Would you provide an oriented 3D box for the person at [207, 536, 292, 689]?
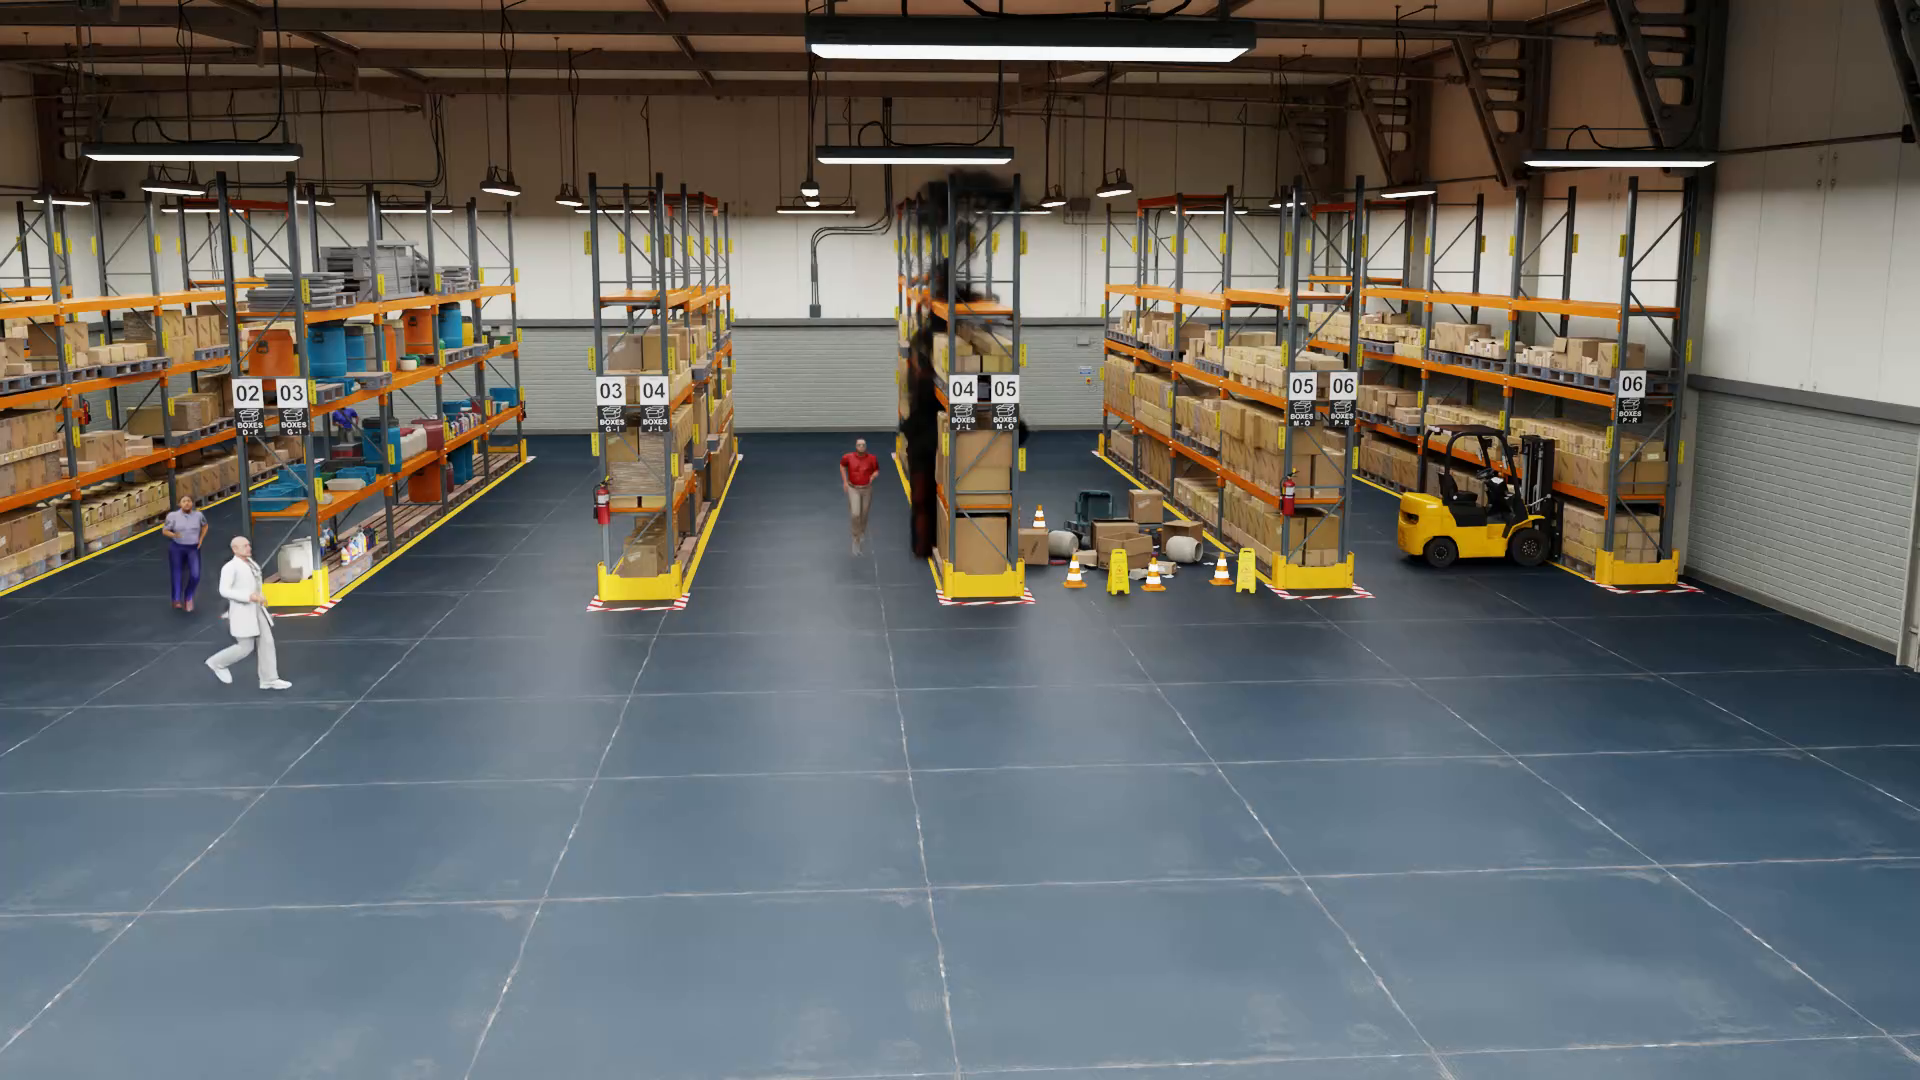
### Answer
[{"bbox_3d":[-8.086,0.825,18.831,0.979,1.754,0.721,2,10,11],"label":"person"}]

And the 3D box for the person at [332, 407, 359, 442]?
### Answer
[{"bbox_3d":[-13.793,-2.343,37.353,0.547,1.686,0.715,-2,10,-12],"label":"person"}]

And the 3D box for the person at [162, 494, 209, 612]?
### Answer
[{"bbox_3d":[-10.708,0.187,23.065,0.607,1.658,0.663,-6,11,-29],"label":"person"}]

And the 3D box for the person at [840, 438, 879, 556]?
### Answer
[{"bbox_3d":[-1.573,-0.705,26.386,0.573,1.848,0.854,-3,10,-17],"label":"person"}]
